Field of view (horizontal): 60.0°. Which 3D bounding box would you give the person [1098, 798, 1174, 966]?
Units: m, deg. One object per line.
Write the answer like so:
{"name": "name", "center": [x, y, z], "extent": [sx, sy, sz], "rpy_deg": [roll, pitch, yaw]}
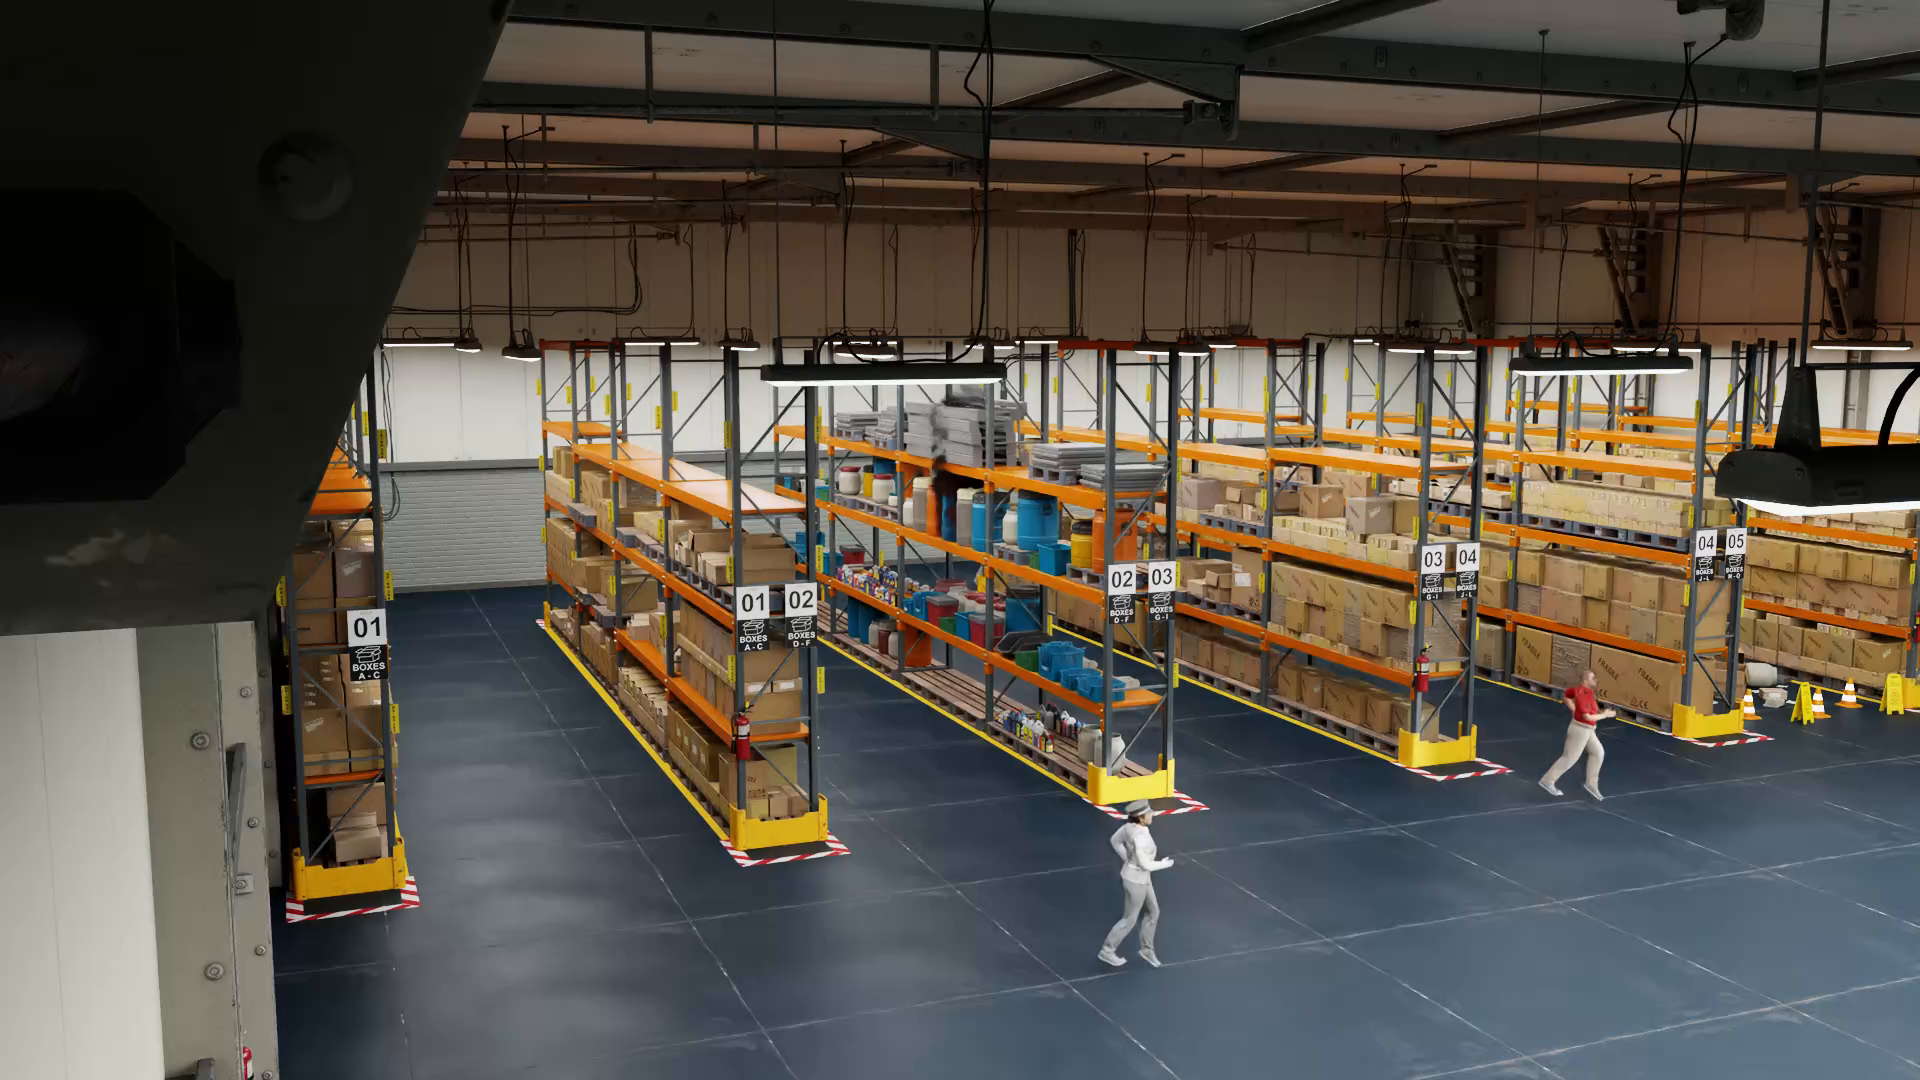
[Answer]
{"name": "person", "center": [1.721, 3.396, 16.332], "extent": [0.739, 1.770, 0.631], "rpy_deg": [0, 7, -1]}

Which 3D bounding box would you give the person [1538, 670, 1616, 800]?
{"name": "person", "center": [8.250, 2.611, 22.210], "extent": [0.924, 1.785, 0.672], "rpy_deg": [3, 8, 21]}

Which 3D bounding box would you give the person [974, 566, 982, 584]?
{"name": "person", "center": [0.672, 0.269, 40.047], "extent": [0.679, 1.821, 0.704], "rpy_deg": [-1, 8, -9]}
